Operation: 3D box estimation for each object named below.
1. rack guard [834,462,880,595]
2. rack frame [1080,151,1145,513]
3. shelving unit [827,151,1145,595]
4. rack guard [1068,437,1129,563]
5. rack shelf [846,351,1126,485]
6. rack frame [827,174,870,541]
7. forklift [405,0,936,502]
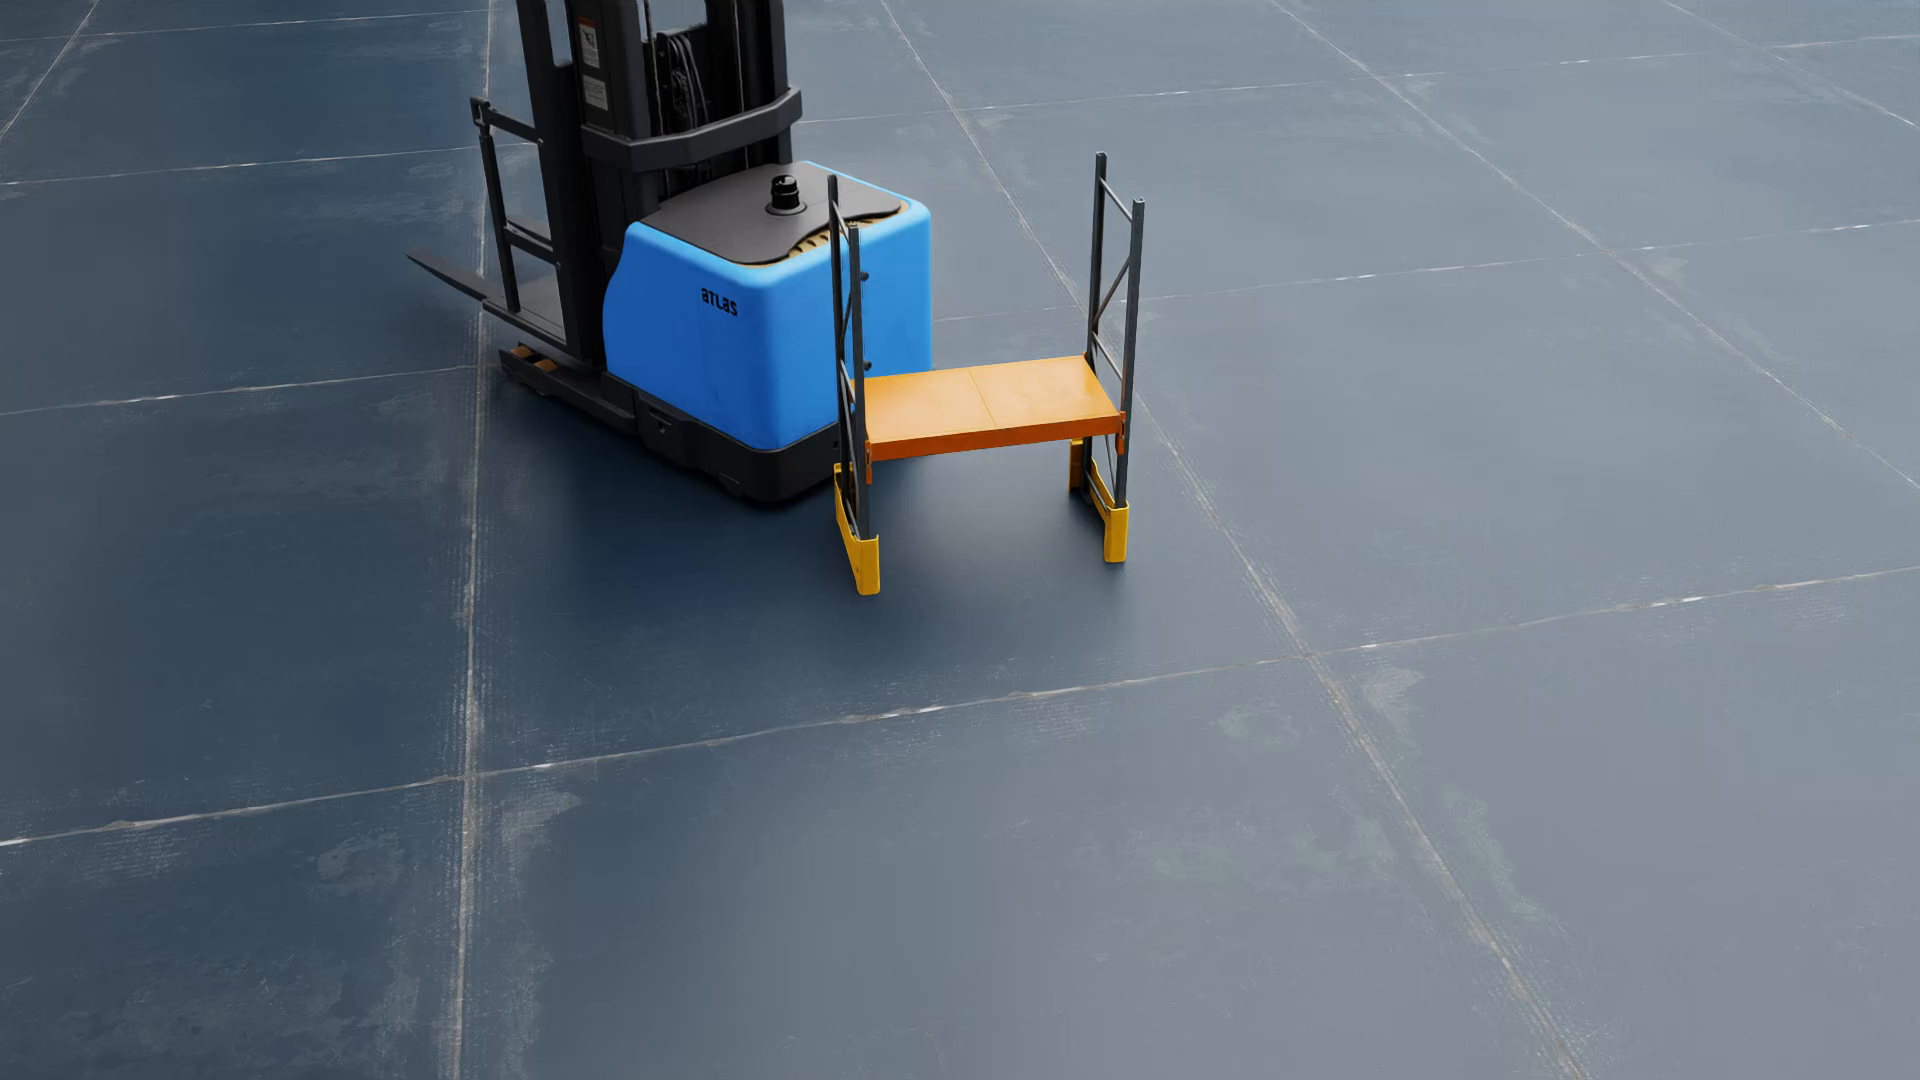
[{"bbox_3d":[-0.411,-0.052,6.603,0.087,0.250,0.587,-7,35,-11],"label":"rack guard"},{"bbox_3d":[0.579,-0.696,6.441,0.032,1.500,0.500,-7,35,-11],"label":"rack frame"},{"bbox_3d":[0.074,-0.632,6.346,1.083,1.500,0.587,-7,35,-11],"label":"shelving unit"},{"bbox_3d":[0.560,-0.174,6.786,0.087,0.250,0.587,-7,35,-11],"label":"rack guard"},{"bbox_3d":[0.083,-0.484,6.448,1.000,0.185,0.538,-7,35,-11],"label":"rack shelf"},{"bbox_3d":[-0.413,-0.571,6.255,0.032,1.500,0.500,-7,35,-11],"label":"rack frame"},{"bbox_3d":[-1.527,-2.078,7.217,3.031,2.935,1.130,27,43,35],"label":"forklift"}]
